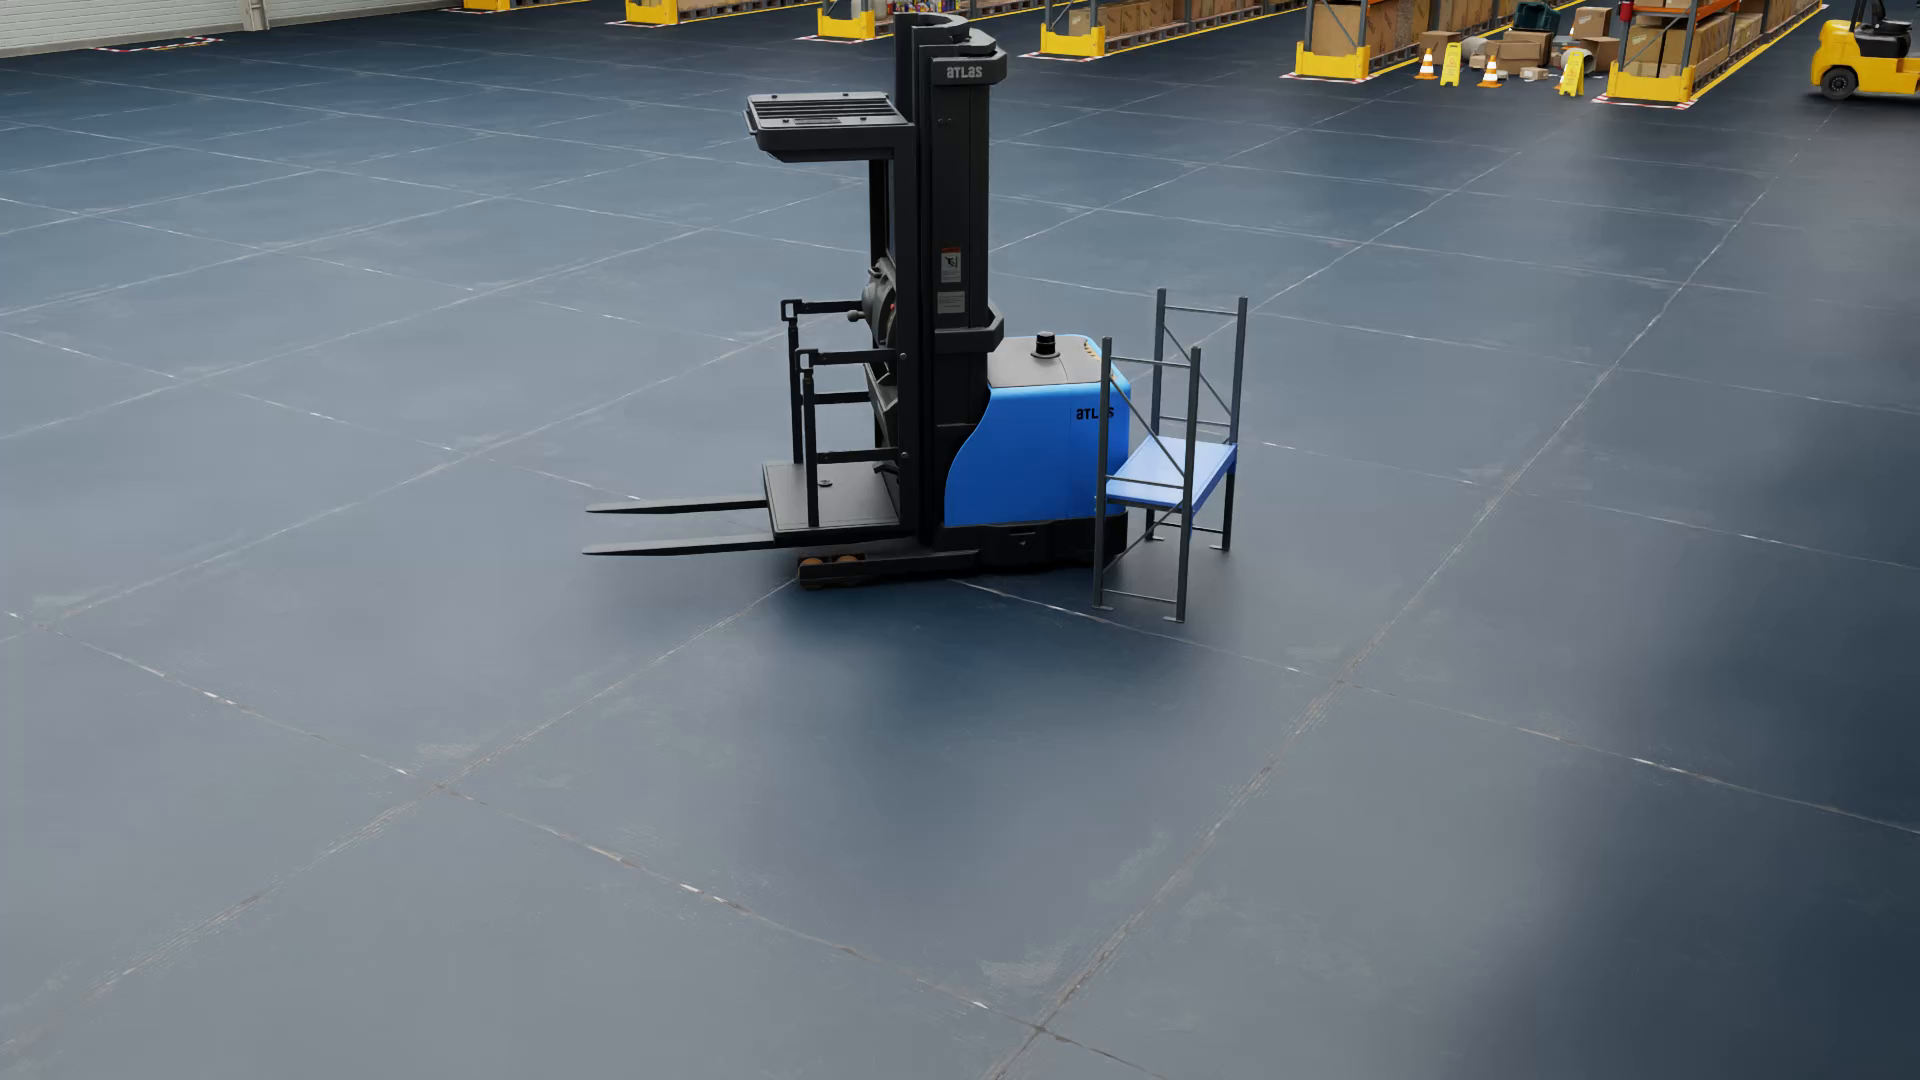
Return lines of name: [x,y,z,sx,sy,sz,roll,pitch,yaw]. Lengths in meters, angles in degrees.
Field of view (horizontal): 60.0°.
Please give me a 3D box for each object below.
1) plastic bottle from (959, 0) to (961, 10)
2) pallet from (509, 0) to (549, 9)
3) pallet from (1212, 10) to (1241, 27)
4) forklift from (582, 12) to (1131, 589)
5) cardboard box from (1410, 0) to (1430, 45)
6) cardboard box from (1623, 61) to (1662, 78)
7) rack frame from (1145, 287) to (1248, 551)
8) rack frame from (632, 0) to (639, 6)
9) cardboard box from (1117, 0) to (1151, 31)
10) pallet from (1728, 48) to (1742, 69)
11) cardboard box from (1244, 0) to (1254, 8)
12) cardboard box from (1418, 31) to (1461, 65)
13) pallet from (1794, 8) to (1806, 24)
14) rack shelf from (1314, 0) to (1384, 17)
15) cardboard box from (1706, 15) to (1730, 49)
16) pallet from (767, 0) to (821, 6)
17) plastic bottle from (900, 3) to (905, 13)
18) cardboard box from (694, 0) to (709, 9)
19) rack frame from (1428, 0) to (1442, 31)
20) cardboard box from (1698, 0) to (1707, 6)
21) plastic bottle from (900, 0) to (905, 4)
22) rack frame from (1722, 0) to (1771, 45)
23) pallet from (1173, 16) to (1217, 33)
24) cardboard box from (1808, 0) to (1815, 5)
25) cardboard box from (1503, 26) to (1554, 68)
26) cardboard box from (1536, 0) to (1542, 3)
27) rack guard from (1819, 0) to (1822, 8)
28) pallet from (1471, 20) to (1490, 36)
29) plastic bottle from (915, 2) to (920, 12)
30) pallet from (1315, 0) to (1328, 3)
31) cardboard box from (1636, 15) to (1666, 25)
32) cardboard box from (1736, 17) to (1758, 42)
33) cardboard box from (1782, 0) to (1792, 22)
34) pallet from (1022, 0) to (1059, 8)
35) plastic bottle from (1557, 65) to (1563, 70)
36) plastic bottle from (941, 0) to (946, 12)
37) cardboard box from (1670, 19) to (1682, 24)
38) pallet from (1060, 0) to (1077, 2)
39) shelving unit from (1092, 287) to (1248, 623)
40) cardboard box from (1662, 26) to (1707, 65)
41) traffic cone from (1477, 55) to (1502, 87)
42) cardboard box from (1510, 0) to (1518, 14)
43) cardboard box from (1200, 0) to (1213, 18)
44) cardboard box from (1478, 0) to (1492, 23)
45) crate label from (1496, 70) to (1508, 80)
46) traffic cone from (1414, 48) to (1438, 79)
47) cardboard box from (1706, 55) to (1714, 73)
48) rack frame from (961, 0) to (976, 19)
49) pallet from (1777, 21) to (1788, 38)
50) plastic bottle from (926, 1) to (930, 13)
plastic bottle: [-0.035,-11.262,34.957,0.097,0.201,0.097,0,23,0]
pallet: [-10.136,-12.271,37.829,1.003,0.211,1.213,14,27,29]
pallet: [5.152,-10.891,34.641,1.003,0.211,1.213,14,27,29]
forklift: [-0.618,-1.302,9.069,3.031,2.935,1.130,-4,24,-9]
cardboard box: [7.869,-9.440,29.927,0.875,0.875,0.875,14,27,30]
cardboard box: [10.620,-7.335,25.851,0.500,0.250,0.500,14,27,29]
rack frame: [1.326,-0.667,9.403,0.500,1.500,0.032,9,25,20]
rack frame: [-6.424,-12.221,34.204,1.000,3.000,0.127,14,27,29]
cardboard box: [3.298,-9.992,31.673,0.500,0.500,0.500,11,26,24]
pallet: [12.928,-8.400,28.889,1.003,0.211,1.213,14,27,29]
cardboard box: [5.873,-11.668,35.520,0.700,0.500,0.500,12,26,26]
cardboard box: [8.313,-8.535,28.834,0.500,0.500,0.500,20,30,38]
pallet: [17.207,-11.078,35.073,1.003,0.211,1.213,14,27,29]
rack shelf: [7.205,-9.415,28.628,1.077,0.370,4.000,14,27,29]
cardboard box: [12.168,-8.264,27.053,0.500,0.500,0.500,14,27,30]
pallet: [-3.959,-12.548,38.470,1.003,0.211,1.213,14,27,29]
plastic bottle: [-1.182,-10.983,34.314,0.097,0.201,0.097,0,23,0]
cardboard box: [-5.692,-11.456,35.369,0.500,0.250,0.500,14,27,29]
rack frame: [8.260,-10.420,30.045,1.000,3.000,0.127,14,27,29]
cardboard box: [11.094,-8.184,25.195,0.380,0.149,0.250,13,27,27]
plastic bottle: [-1.210,-11.125,34.454,0.144,0.351,0.185,14,27,29]
rack frame: [14.629,-10.767,30.846,1.000,3.000,0.127,14,27,29]
pallet: [4.509,-10.477,33.686,1.003,0.211,1.213,14,27,29]
cardboard box: [18.110,-11.930,36.228,0.875,0.438,0.875,15,27,30]
cardboard box: [9.671,-8.424,28.406,0.797,0.637,0.503,14,27,29]
cardboard box: [12.304,-11.863,35.996,0.500,0.500,0.500,13,27,28]
rack guard: [18.862,-12.328,37.598,1.175,0.500,0.348,14,27,29]
pallet: [9.890,-10.240,33.139,1.003,0.211,1.213,14,27,29]
plastic bottle: [-0.862,-10.756,33.686,0.061,0.283,0.133,14,27,30]
pallet: [7.977,-12.638,38.678,1.003,0.211,1.213,14,27,29]
cardboard box: [10.747,-8.103,25.863,0.380,0.149,0.250,15,27,30]
cardboard box: [13.940,-9.315,30.270,0.950,0.372,0.625,13,27,28]
cardboard box: [16.010,-10.802,33.073,0.875,0.875,0.875,15,27,30]
pallet: [1.560,-12.349,38.009,1.003,0.211,1.213,14,27,29]
plastic bottle: [10.245,-8.026,28.213,0.133,0.061,0.283,20,30,38]
plastic bottle: [-0.355,-11.081,34.436,0.061,0.283,0.133,16,28,32]
cardboard box: [11.155,-8.013,26.472,0.500,0.500,0.500,13,27,28]
pallet: [2.383,-12.877,39.230,1.003,0.211,1.213,14,27,29]
shelving unit: [1.137,-0.480,8.970,0.538,1.500,1.048,9,25,20]
cardboard box: [11.082,-7.564,25.436,0.500,0.500,0.500,13,27,27]
traffic cone: [8.418,-7.436,26.345,0.336,0.463,0.334,14,27,29]
cardboard box: [11.222,-11.172,34.398,0.500,0.500,0.500,14,27,30]
cardboard box: [4.710,-10.908,33.765,0.700,0.500,0.500,14,27,29]
cardboard box: [9.973,-10.744,33.096,1.050,0.750,0.750,13,27,28]
crate label: [8.780,-7.565,27.052,0.250,0.136,0.298,1,23,2]
traffic cone: [7.637,-7.788,27.157,0.336,0.463,0.334,14,27,29]
cardboard box: [11.622,-7.570,26.392,0.500,0.250,0.500,16,28,32]
rack frame: [-0.108,-12.532,34.922,1.000,3.000,0.127,14,27,29]
pallet: [15.753,-10.148,32.925,1.003,0.211,1.213,14,27,29]
plastic bottle: [-0.656,-10.896,34.024,0.097,0.271,0.097,0,23,0]
